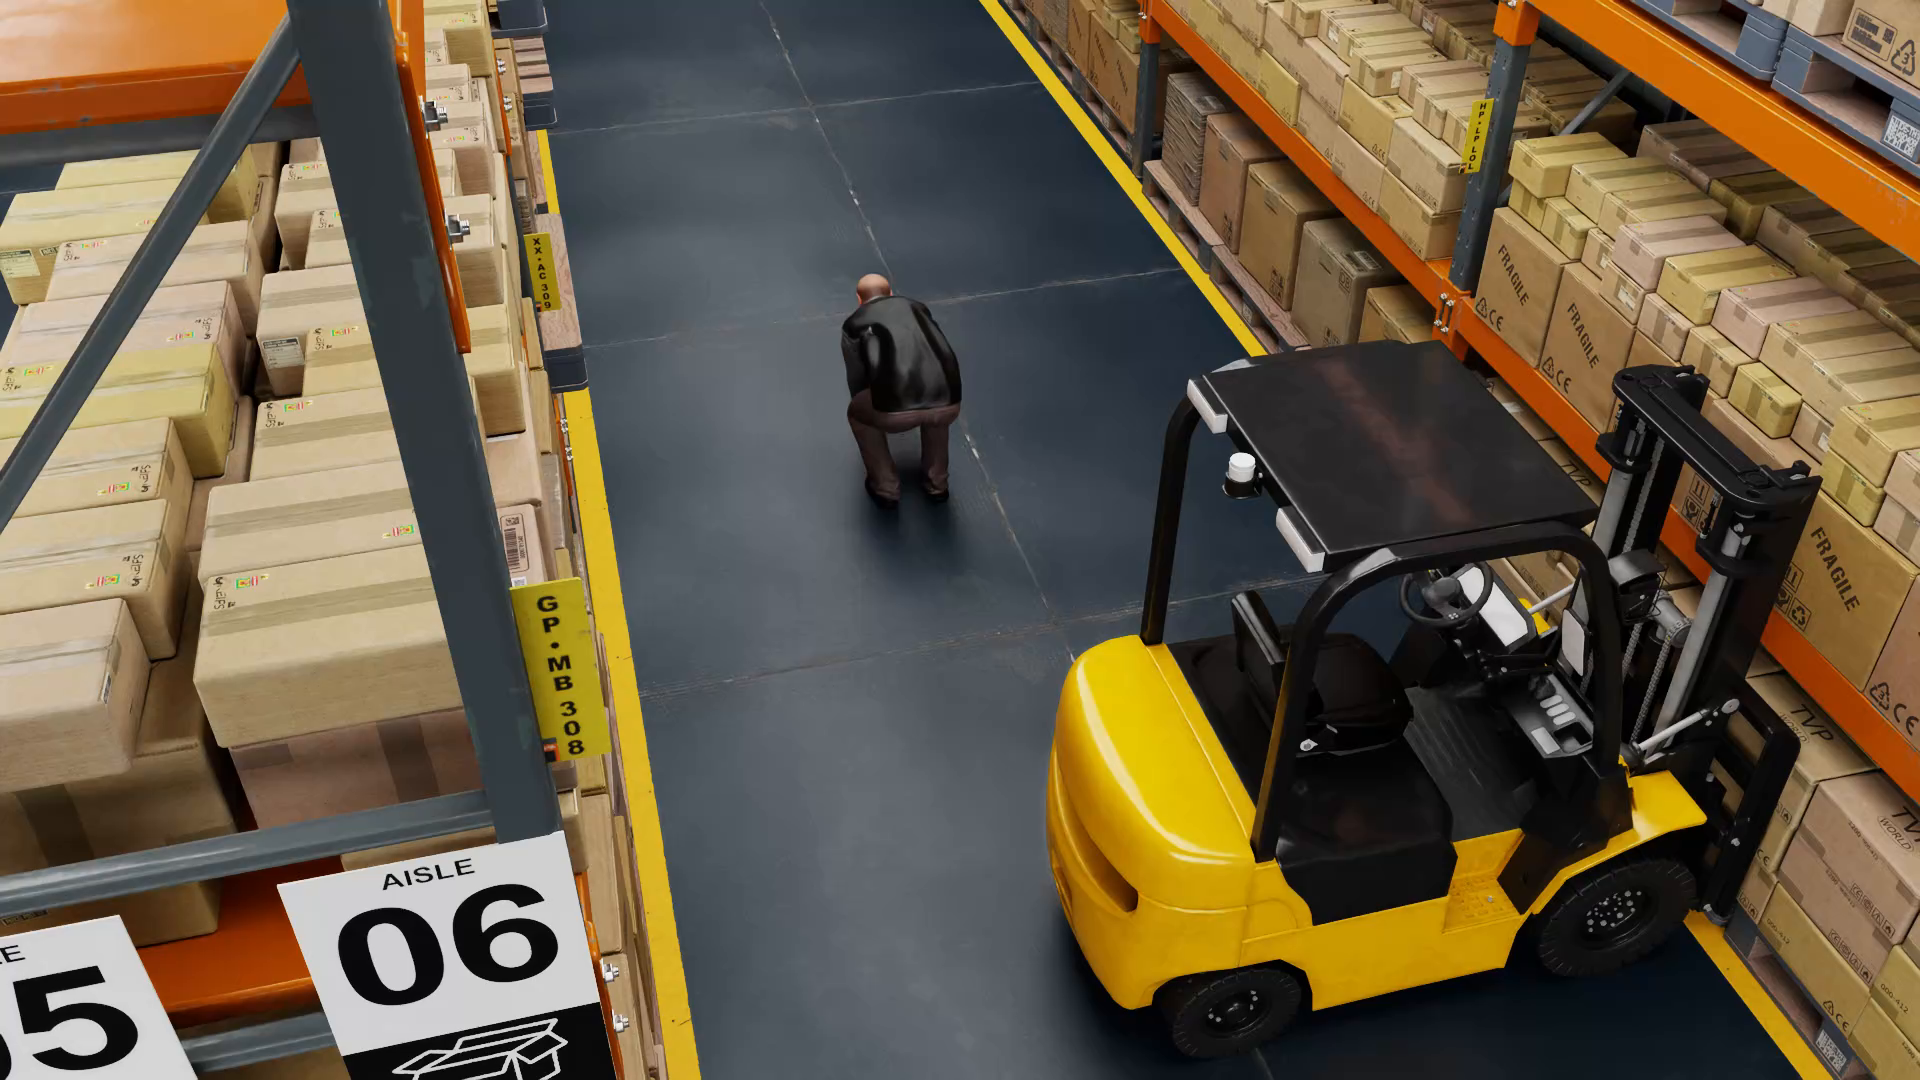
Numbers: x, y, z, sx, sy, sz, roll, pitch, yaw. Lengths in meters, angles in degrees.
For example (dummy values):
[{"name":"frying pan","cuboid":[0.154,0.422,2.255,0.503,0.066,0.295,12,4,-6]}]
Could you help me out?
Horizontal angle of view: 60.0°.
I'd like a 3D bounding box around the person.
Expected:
[{"name":"person","cuboid":[-0.309,-0.721,8.274,0.520,0.969,0.938,-11,39,-14]}]
